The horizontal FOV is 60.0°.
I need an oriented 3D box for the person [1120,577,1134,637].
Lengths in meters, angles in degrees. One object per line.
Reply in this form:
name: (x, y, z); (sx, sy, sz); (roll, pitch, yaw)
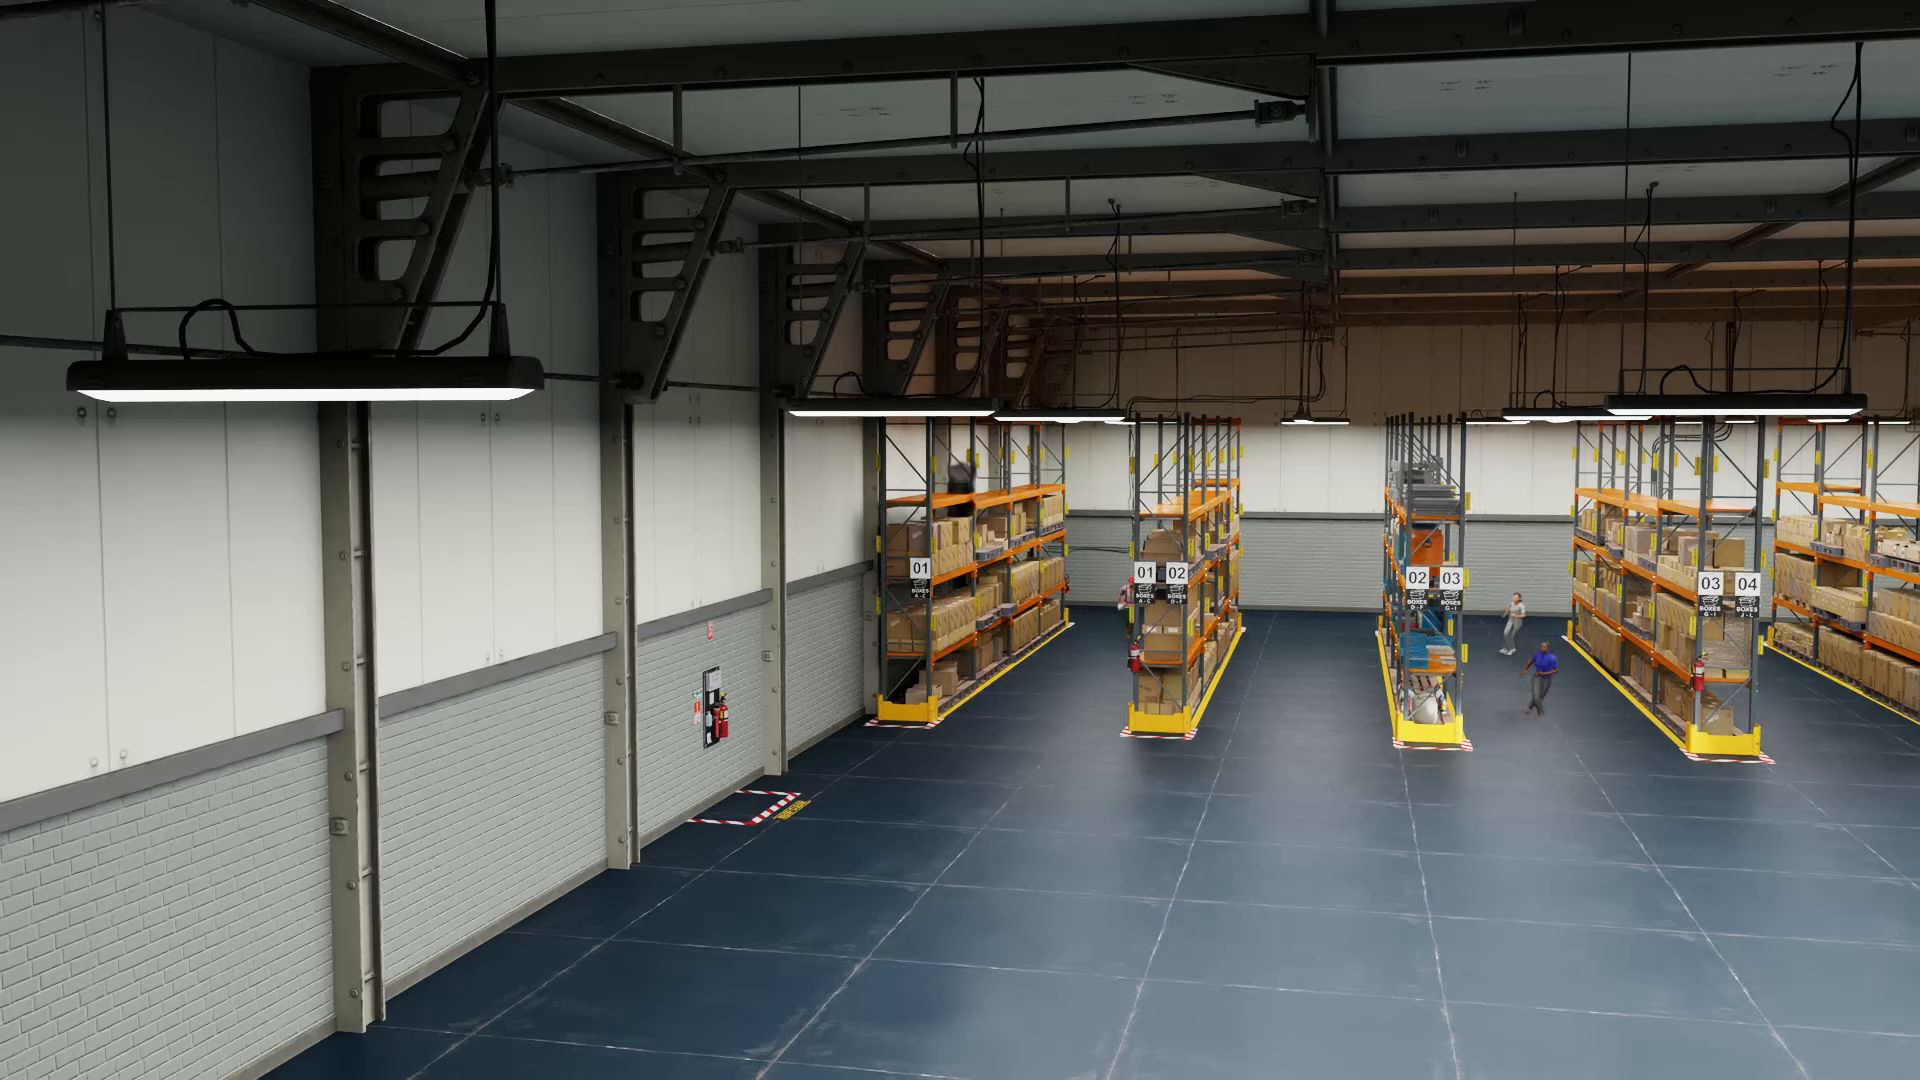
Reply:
person: (4.622, 1.805, 44.931); (0.618, 1.659, 0.649); (0, 4, -3)

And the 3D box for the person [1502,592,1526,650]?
person: (13.890, 2.050, 41.752); (0.704, 1.503, 0.670); (3, 5, 39)

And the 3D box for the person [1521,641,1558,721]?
person: (11.371, 2.808, 32.624); (0.694, 1.485, 0.636); (2, 4, 24)
